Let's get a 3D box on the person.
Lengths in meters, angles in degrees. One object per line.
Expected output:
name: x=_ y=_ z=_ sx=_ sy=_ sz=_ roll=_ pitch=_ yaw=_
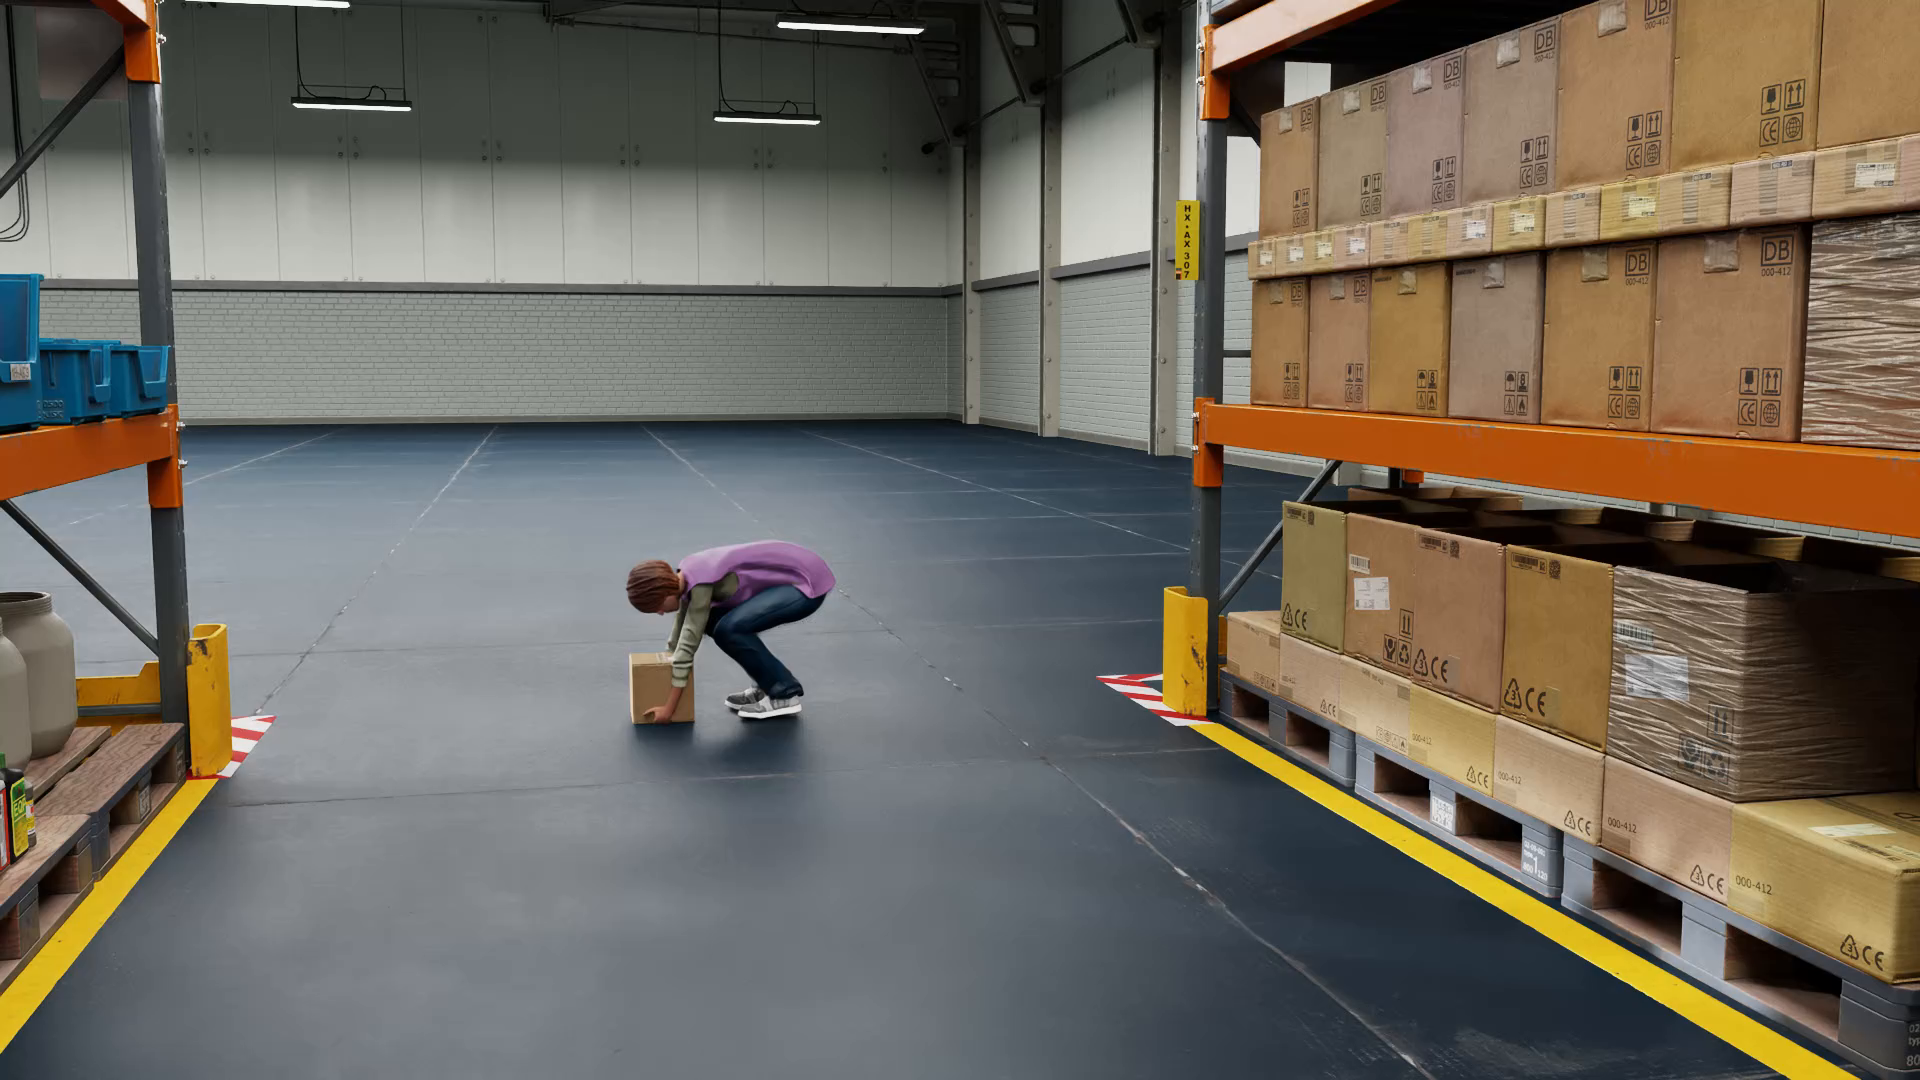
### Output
person: x=-0.952 y=0.379 z=6.958 sx=0.873 sy=0.759 sz=0.423 roll=-2 pitch=7 yaw=-15
